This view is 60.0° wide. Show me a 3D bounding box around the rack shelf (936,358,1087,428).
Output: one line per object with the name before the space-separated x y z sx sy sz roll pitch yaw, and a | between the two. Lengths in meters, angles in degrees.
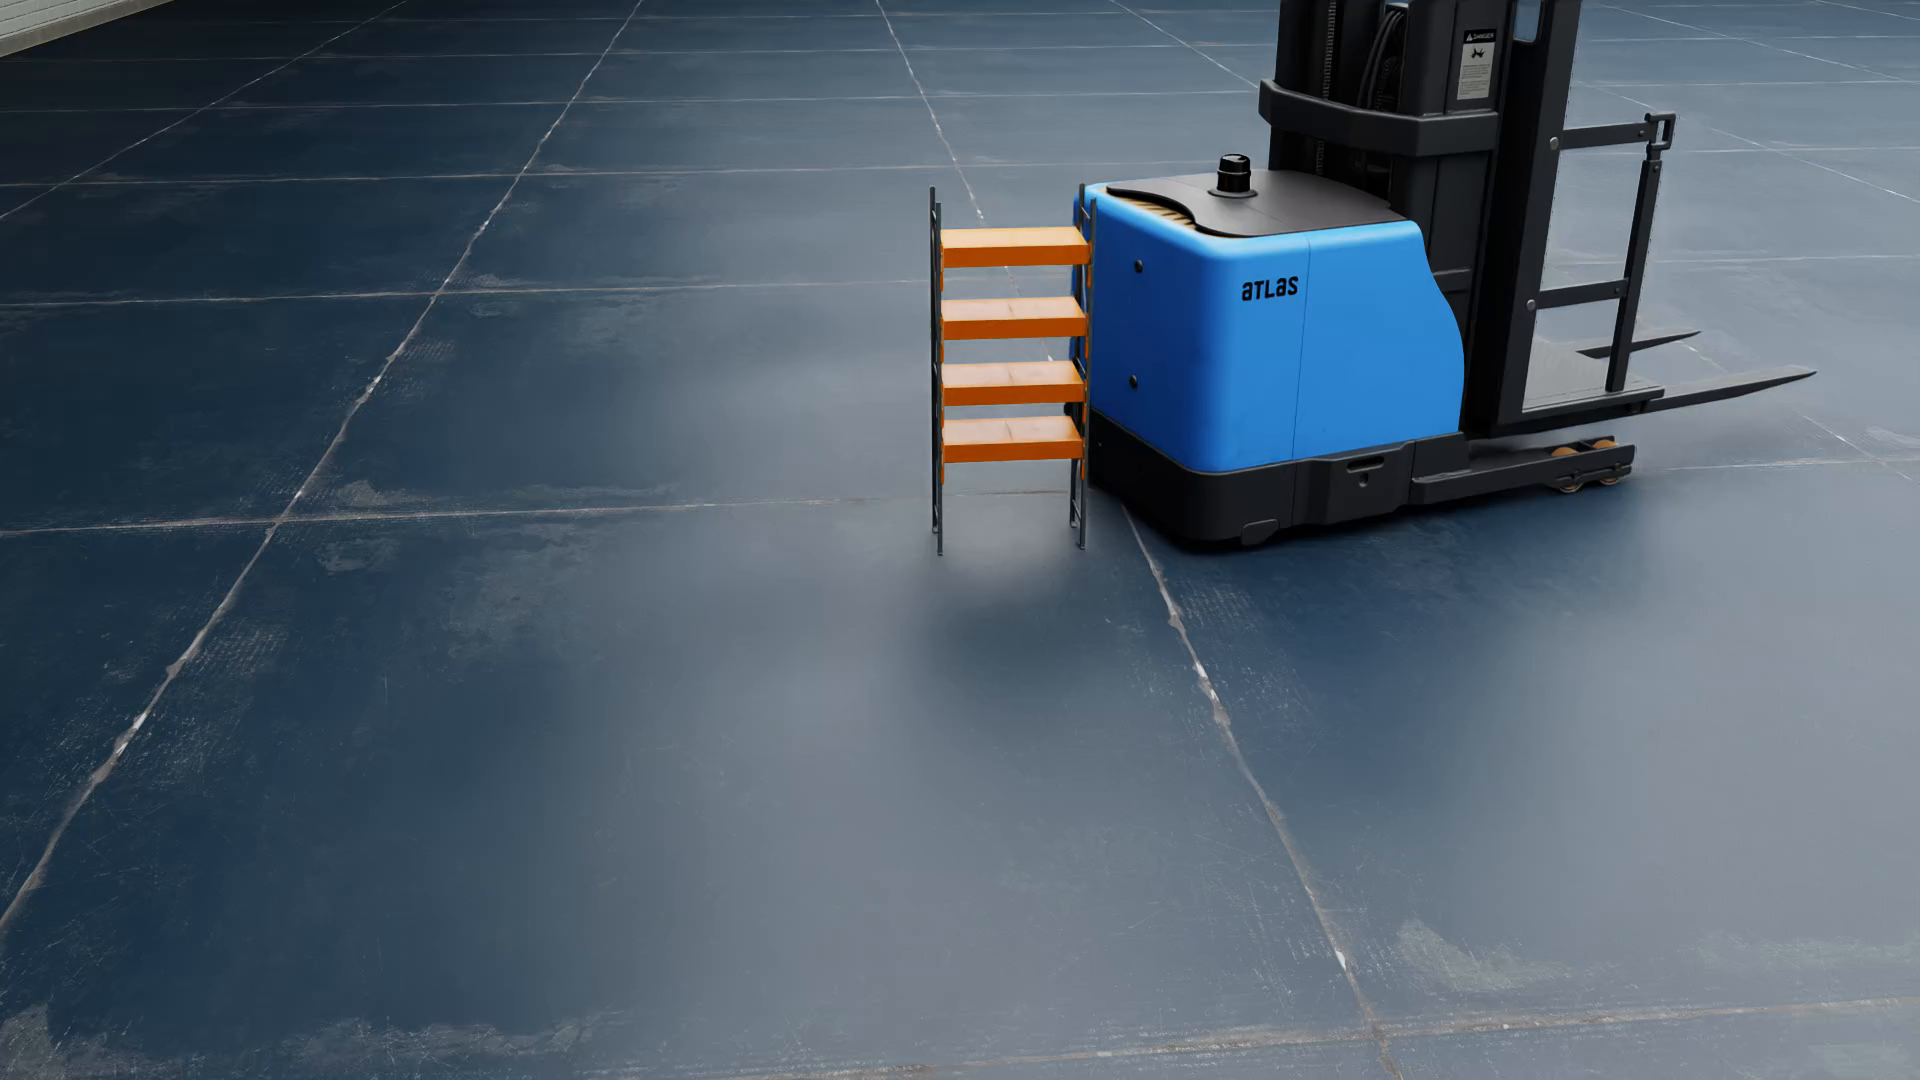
rack shelf | 0.165 -0.493 5.548 0.480 0.148 0.258 -2 24 -5

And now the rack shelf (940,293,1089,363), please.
rack shelf | 0.165 -0.698 5.458 0.480 0.148 0.258 -2 24 -5

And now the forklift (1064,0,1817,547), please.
forklift | 1.957 -1.698 5.962 3.031 2.935 1.130 -10 26 -22

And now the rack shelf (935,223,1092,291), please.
rack shelf | 0.165 -0.914 5.362 0.480 0.148 0.258 -2 24 -5

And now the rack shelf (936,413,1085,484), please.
rack shelf | 0.165 -0.312 5.629 0.480 0.148 0.258 -2 24 -5

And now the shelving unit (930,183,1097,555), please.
shelving unit | 0.165 -0.555 5.521 0.503 1.200 0.258 -2 24 -5

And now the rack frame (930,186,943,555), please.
rack frame | -0.078 -0.545 5.499 0.015 1.200 0.240 -2 24 -5

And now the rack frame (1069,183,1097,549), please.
rack frame | 0.408 -0.565 5.543 0.015 1.200 0.240 -2 24 -5
